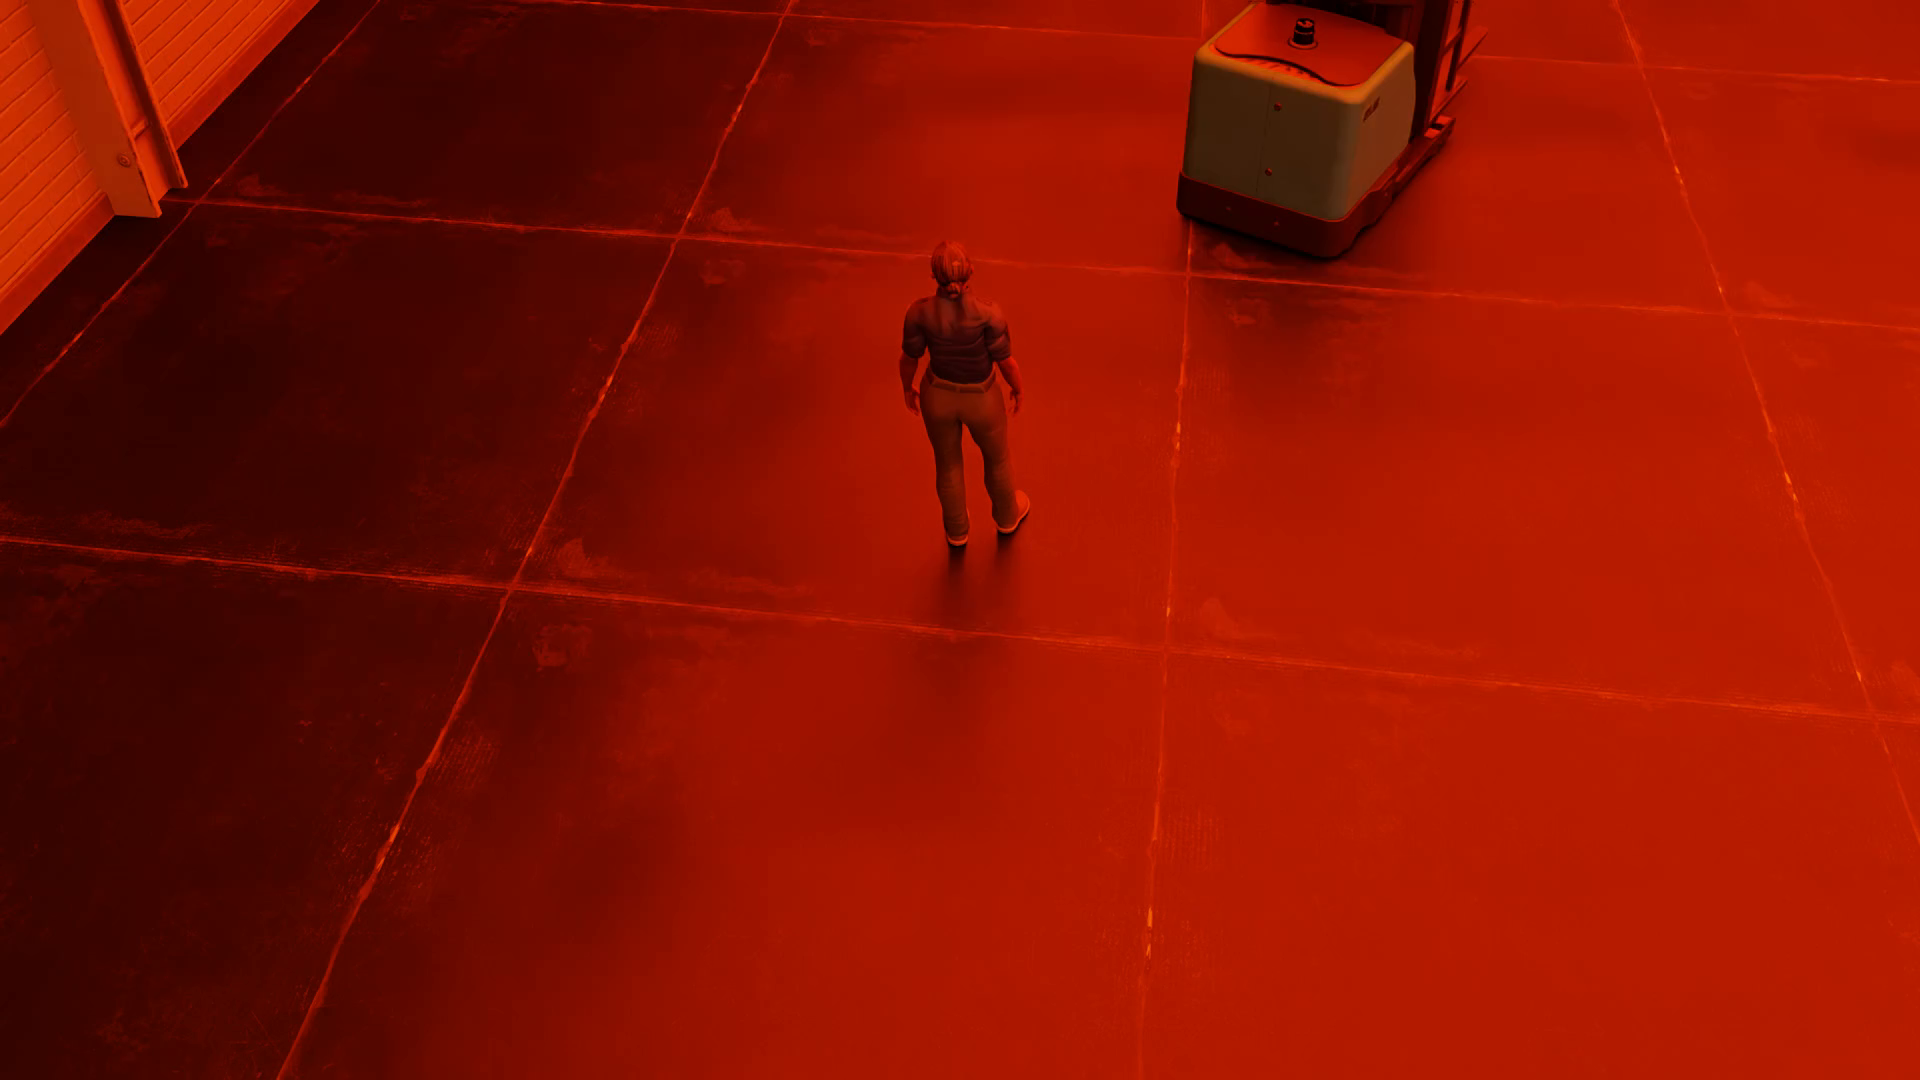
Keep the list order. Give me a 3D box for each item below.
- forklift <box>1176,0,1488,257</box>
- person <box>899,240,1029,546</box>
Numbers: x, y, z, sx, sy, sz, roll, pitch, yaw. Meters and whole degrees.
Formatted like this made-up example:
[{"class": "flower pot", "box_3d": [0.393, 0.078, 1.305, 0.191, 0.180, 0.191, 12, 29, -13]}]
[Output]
[{"class": "forklift", "box_3d": [2.513, -3.675, 9.725, 1.130, 2.935, 3.031, 23, 47, 23]}, {"class": "person", "box_3d": [0.031, -0.672, 7.388, 0.569, 1.656, 0.503, 5, 43, 6]}]
